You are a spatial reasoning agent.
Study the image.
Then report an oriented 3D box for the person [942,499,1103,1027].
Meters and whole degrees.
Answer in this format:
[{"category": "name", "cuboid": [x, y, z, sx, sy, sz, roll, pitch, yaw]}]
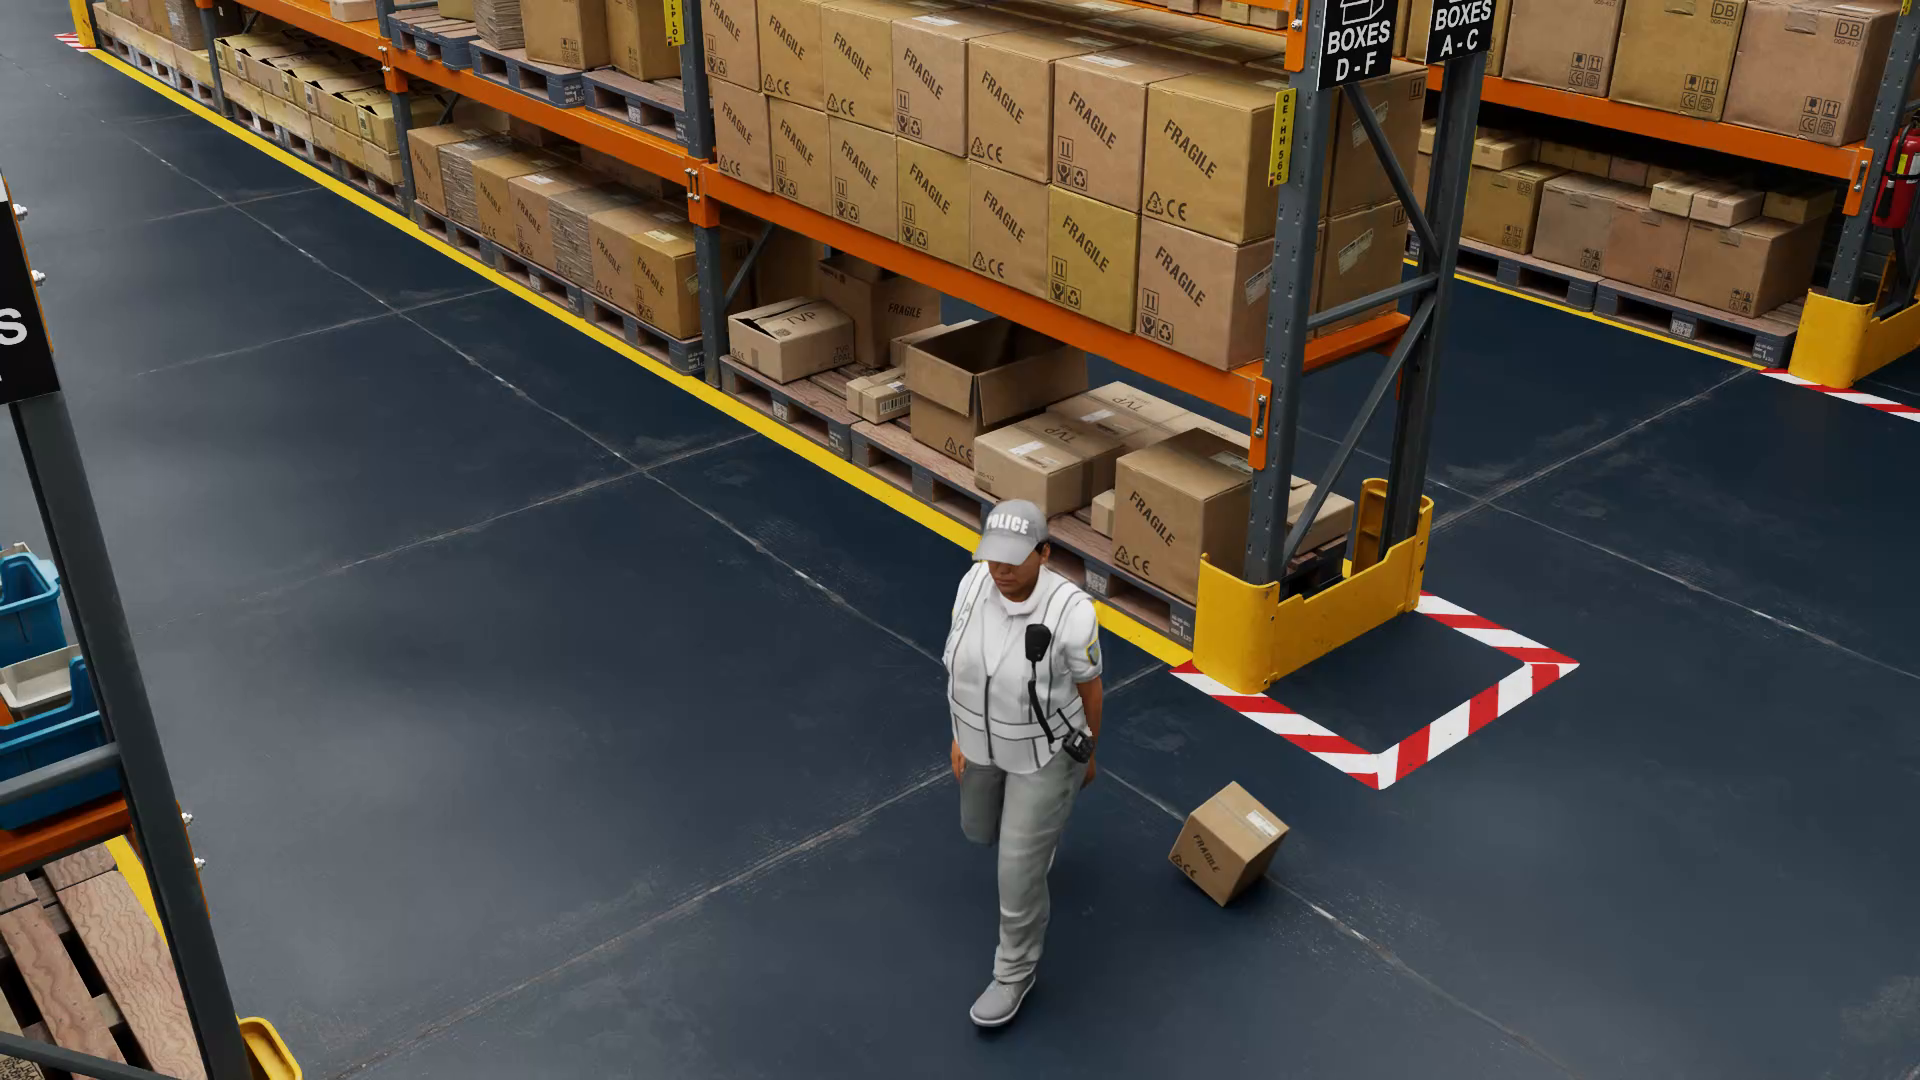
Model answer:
[{"category": "person", "cuboid": [0.213, 0.582, 5.026, 0.477, 1.627, 0.856, 18, 33, 29]}]
